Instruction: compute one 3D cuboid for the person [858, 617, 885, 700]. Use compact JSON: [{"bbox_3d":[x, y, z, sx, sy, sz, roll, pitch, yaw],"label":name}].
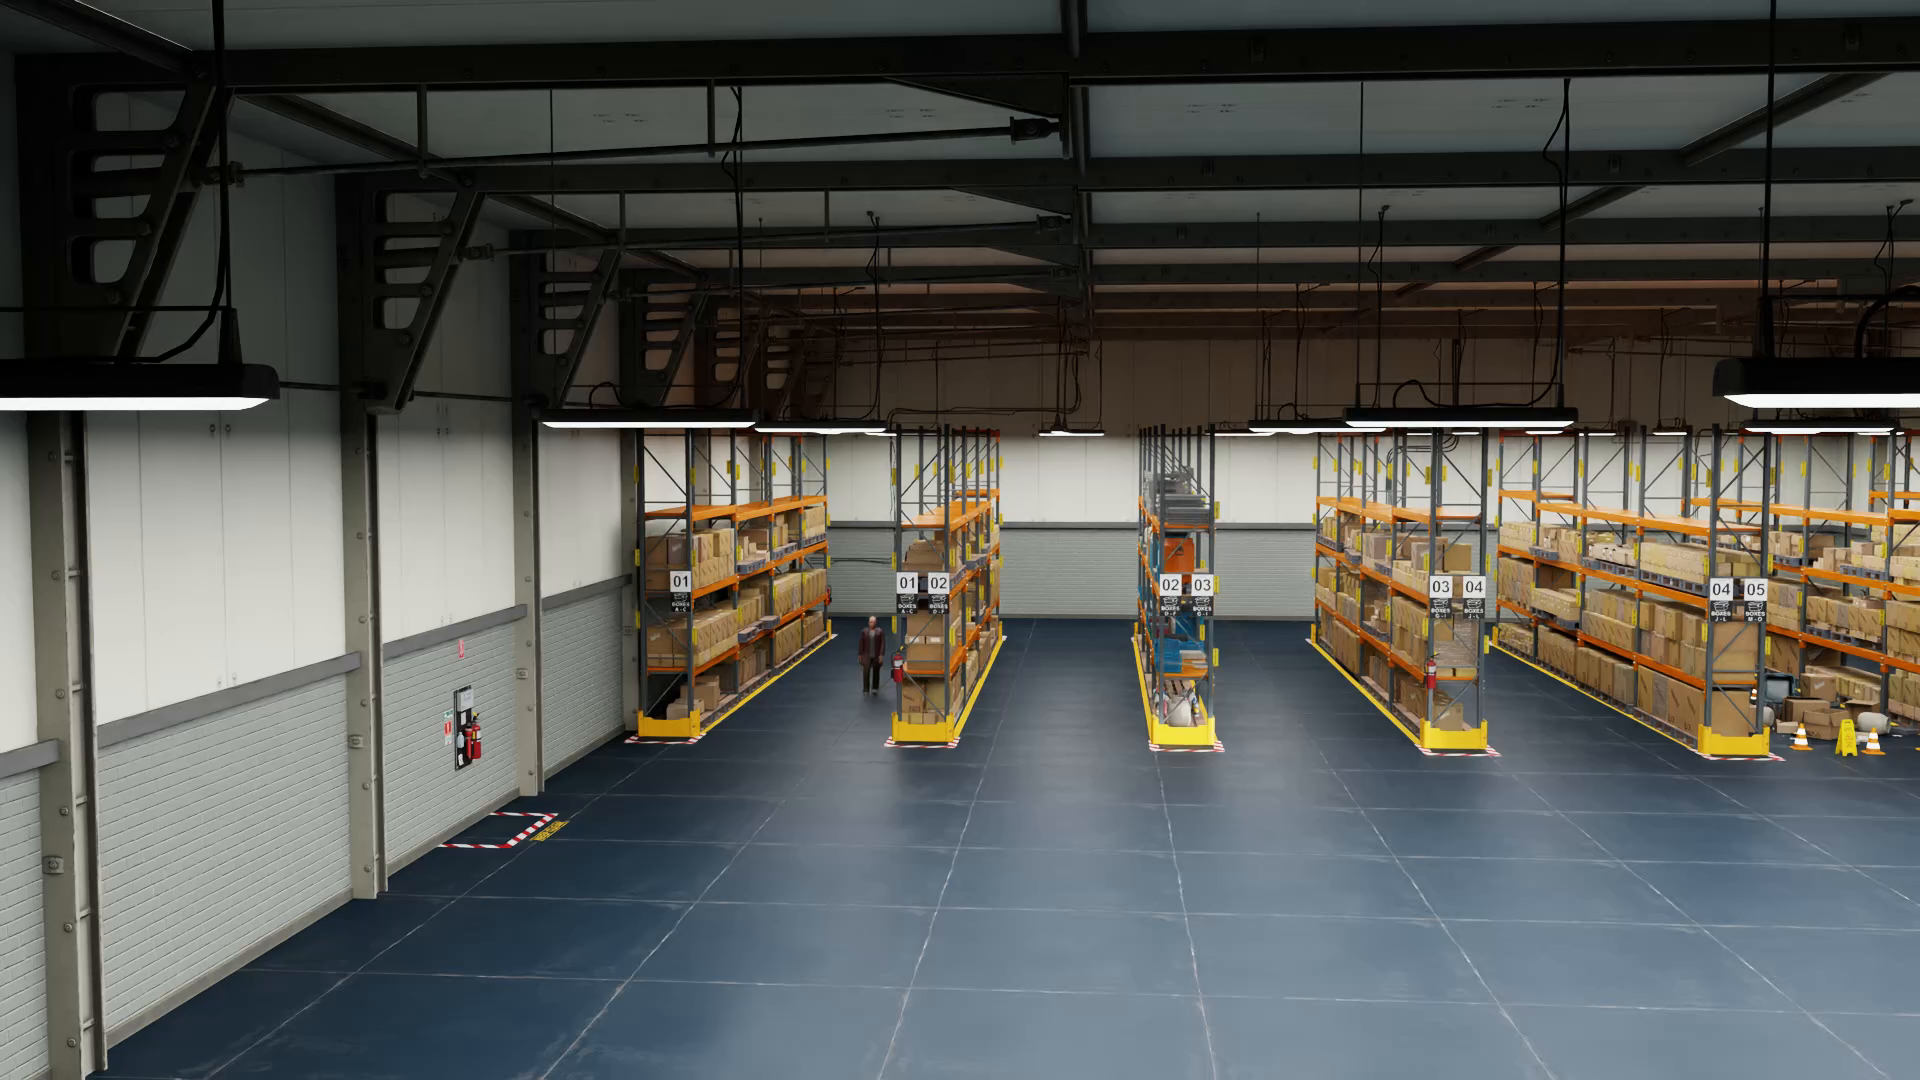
[{"bbox_3d":[-1.964,2.602,36.944,0.620,1.800,0.859,0,3,-4],"label":"person"}]
